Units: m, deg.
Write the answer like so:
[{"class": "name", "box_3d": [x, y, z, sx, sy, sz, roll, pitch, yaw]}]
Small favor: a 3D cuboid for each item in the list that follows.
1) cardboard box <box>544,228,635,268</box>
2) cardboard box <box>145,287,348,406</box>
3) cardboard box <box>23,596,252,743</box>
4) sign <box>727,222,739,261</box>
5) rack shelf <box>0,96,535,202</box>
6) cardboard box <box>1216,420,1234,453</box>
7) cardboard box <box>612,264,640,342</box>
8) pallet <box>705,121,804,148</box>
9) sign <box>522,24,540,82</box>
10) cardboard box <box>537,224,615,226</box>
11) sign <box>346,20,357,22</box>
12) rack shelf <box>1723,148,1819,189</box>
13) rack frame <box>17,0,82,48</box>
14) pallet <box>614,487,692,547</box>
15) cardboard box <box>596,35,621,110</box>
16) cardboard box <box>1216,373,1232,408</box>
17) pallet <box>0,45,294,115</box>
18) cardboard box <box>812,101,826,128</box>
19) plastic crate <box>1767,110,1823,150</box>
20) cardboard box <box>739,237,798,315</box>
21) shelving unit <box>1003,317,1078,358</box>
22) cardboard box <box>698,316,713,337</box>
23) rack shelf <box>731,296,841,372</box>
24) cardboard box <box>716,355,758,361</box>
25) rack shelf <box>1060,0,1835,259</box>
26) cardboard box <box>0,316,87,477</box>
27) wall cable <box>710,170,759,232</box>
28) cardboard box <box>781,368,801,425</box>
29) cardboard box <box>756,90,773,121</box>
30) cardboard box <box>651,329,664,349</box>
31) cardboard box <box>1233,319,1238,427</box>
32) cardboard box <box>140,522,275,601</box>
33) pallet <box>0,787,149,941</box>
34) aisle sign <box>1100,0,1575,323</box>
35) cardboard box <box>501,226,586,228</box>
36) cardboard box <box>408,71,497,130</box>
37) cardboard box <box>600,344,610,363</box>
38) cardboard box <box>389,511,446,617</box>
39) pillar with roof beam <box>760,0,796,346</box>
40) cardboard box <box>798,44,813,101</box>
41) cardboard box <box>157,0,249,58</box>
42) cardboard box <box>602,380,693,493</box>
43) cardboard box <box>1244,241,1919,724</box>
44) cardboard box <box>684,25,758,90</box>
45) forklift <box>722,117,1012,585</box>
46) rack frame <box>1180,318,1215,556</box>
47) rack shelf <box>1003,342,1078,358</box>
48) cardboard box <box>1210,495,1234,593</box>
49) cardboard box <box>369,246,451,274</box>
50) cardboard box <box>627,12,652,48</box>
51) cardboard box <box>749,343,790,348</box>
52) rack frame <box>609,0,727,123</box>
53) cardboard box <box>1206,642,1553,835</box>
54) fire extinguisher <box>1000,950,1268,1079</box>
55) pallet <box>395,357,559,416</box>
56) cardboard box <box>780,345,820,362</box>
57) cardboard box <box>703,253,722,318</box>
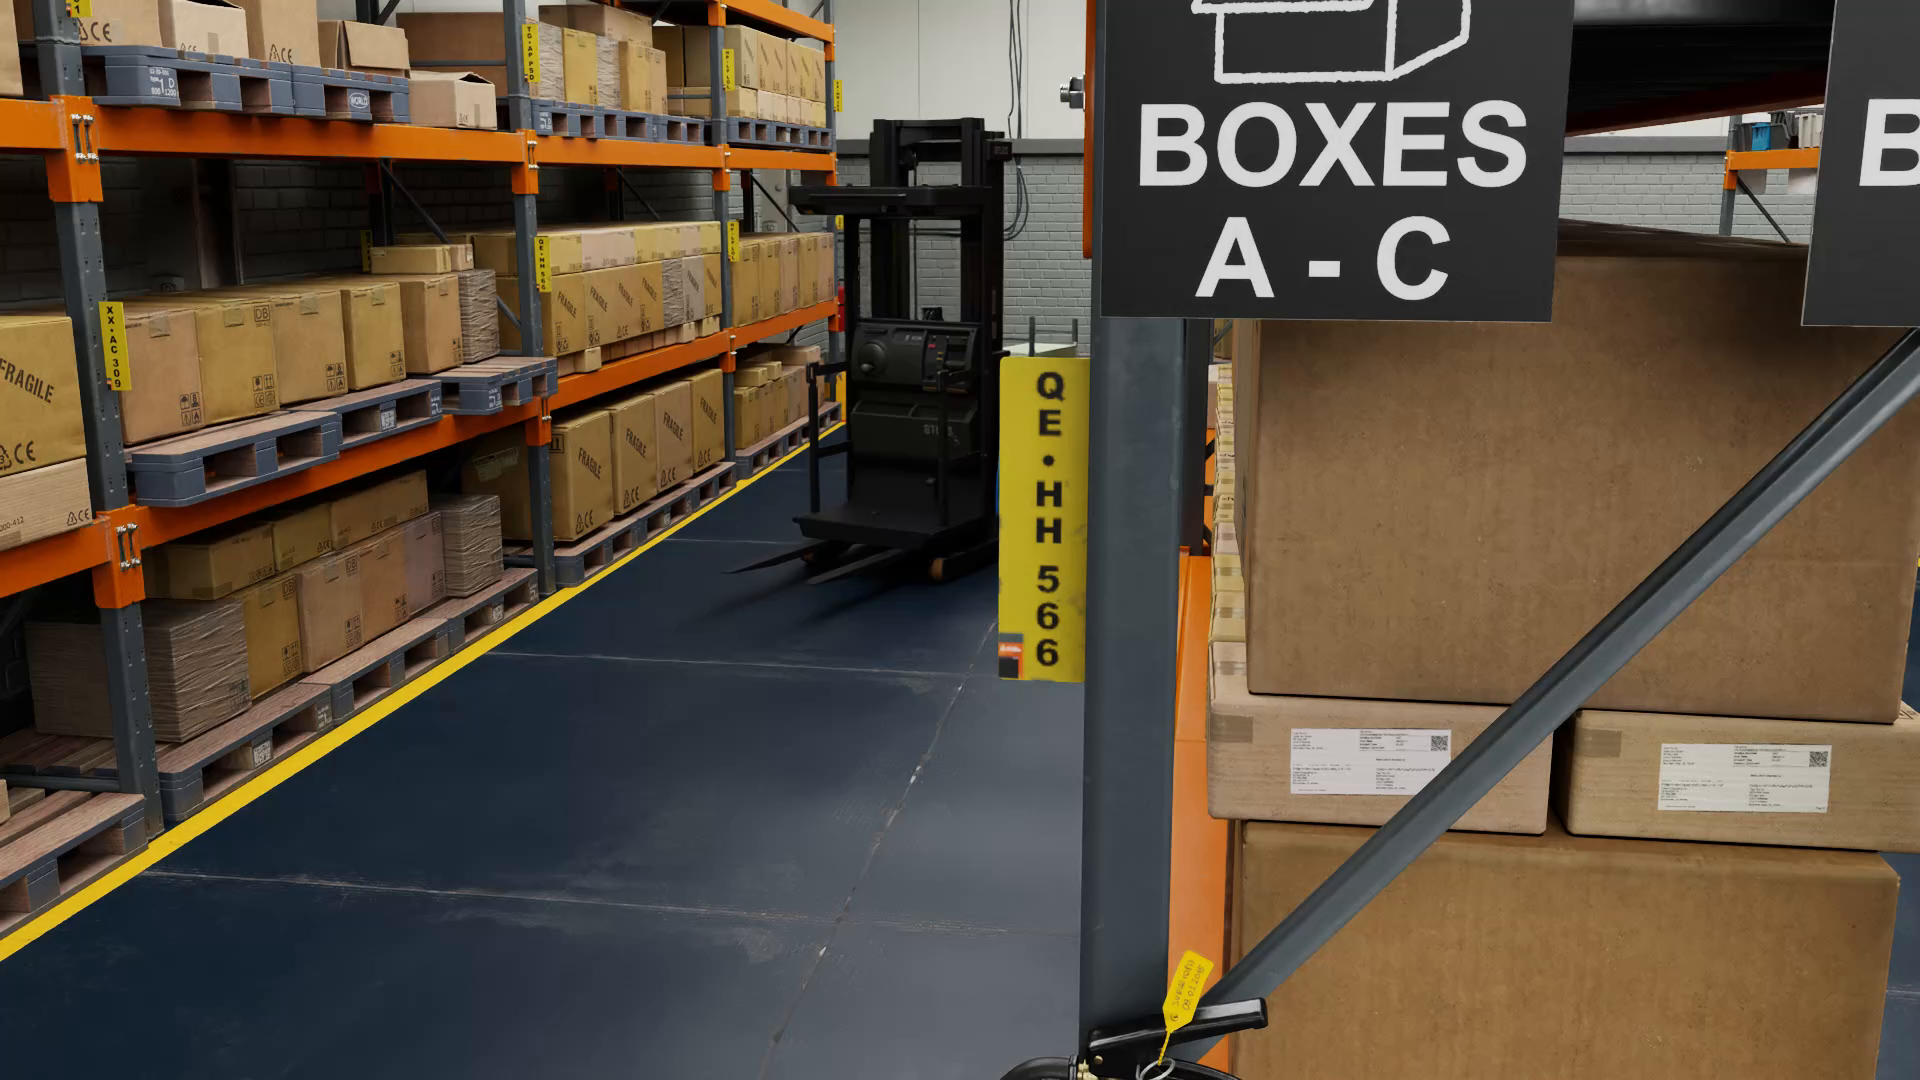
[{"class": "cardboard box", "box_3d": [-2.563, -2.013, 11.443, 0.500, 0.250, 0.500, 2, 12, 9]}, {"class": "cardboard box", "box_3d": [-3.382, -0.930, 7.909, 0.700, 0.500, 0.500, 4, 13, 16]}, {"class": "cardboard box", "box_3d": [-3.561, 0.546, 7.230, 0.700, 0.500, 0.500, 2, 12, 11]}, {"class": "sign", "box_3d": [-1.890, -2.485, 13.841, 0.100, 0.325, 0.005, 2, 12, 9]}, {"class": "rack shelf", "box_3d": [-3.350, -1.838, 7.992, 1.077, 0.370, 4.000, 2, 12, 9]}, {"class": "cardboard box", "box_3d": [0.811, -0.196, 4.004, 0.380, 0.149, 0.250, 2, 12, 7]}, {"class": "cardboard box", "box_3d": [-2.548, -1.649, 11.534, 0.500, 0.500, 0.500, 2, 12, 8]}, {"class": "pallet", "box_3d": [-2.101, -3.819, 15.684, 1.003, 0.211, 1.213, 2, 12, 9]}, {"class": "sign", "box_3d": [-2.507, -2.841, 9.710, 0.100, 0.325, 0.005, 2, 12, 9]}, {"class": "cardboard box", "box_3d": [-2.901, -2.242, 12.508, 0.500, 0.250, 0.500, 1, 12, 7]}, {"class": "sign", "box_3d": [-3.590, -2.918, 9.876, 0.100, 0.325, 0.005, 2, 12, 9]}, {"class": "rack shelf", "box_3d": [7.670, -3.183, 14.229, 1.077, 0.370, 4.000, 2, 12, 9]}, {"class": "rack frame", "box_3d": [-3.658, -3.240, 5.668, 1.000, 3.000, 0.127, 2, 12, 9]}, {"class": "pallet", "box_3d": [-2.657, -0.192, 12.383, 1.003, 0.211, 1.213, 2, 12, 9]}, {"class": "cardboard box", "box_3d": [-2.833, -3.303, 11.799, 0.700, 0.500, 0.500, 2, 12, 9]}, {"class": "cardboard box", "box_3d": [0.967, -0.412, 5.007, 0.380, 0.149, 0.250, 2, 12, 9]}, {"class": "pallet", "box_3d": [-3.457, -1.807, 6.584, 1.213, 0.211, 1.003, 2, 12, 9]}, {"class": "cardboard box", "box_3d": [-1.662, -4.292, 16.789, 0.500, 0.250, 0.500, 2, 12, 10]}, {"class": "plastic crate", "box_3d": [7.471, -3.611, 14.658, 0.504, 0.338, 0.767, 2, 12, 9]}, {"class": "cardboard box", "box_3d": [-2.108, -2.535, 15.926, 0.980, 0.700, 0.700, 1, 12, 6]}, {"class": "shelving unit", "box_3d": [0.544, -0.915, 12.681, 0.431, 1.500, 0.755, 7, 14, 29]}, {"class": "cardboard box", "box_3d": [-2.215, -1.727, 13.435, 0.380, 0.149, 0.250, 2, 12, 10]}, {"class": "rack shelf", "box_3d": [-2.120, -2.037, 16.035, 1.077, 0.370, 4.000, 2, 12, 9]}, {"class": "cardboard box", "box_3d": [-2.192, -1.725, 16.277, 0.380, 0.149, 0.250, 2, 12, 9]}, {"class": "rack shelf", "box_3d": [0.930, -0.846, 3.387, 1.077, 0.370, 4.000, 2, 12, 9]}, {"class": "cardboard box", "box_3d": [-3.425, -0.502, 5.731, 0.500, 0.500, 0.500, 2, 12, 9]}, {"class": "wall cable", "box_3d": [-2.550, -3.599, 19.163, 0.084, 1.984, 1.851, 2, 12, 9]}, {"class": "cardboard box", "box_3d": [-1.974, -1.431, 16.450, 0.700, 0.500, 0.500, 1, 12, 7]}, {"class": "cardboard box", "box_3d": [-1.968, -3.861, 14.790, 0.500, 0.250, 0.500, 2, 12, 7]}, {"class": "cardboard box", "box_3d": [-2.438, -1.517, 12.462, 0.380, 0.149, 0.250, 2, 12, 7]}, {"class": "cardboard box", "box_3d": [1.022, -0.529, 4.010, 0.700, 0.500, 0.500, 2, 12, 9]}, {"class": "cardboard box", "box_3d": [-3.496, 0.087, 7.577, 0.500, 0.250, 0.500, 2, 12, 7]}, {"class": "pallet", "box_3d": [-3.726, 1.197, 5.940, 1.003, 0.211, 1.213, 2, 12, 9]}, {"class": "aisle sign", "box_3d": [0.322, -0.582, 1.402, 0.394, 0.787, 0.004, 2, 12, 9]}, {"class": "cardboard box", "box_3d": [-2.986, -2.134, 12.004, 0.500, 0.250, 0.500, 2, 12, 7]}, {"class": "cardboard box", "box_3d": [-2.886, -2.414, 9.119, 0.500, 0.311, 0.500, 2, 12, 9]}, {"class": "cardboard box", "box_3d": [-2.643, -1.304, 11.471, 0.380, 0.149, 0.250, 2, 12, 10]}, {"class": "cardboard box", "box_3d": [-3.296, 0.122, 9.197, 0.700, 0.500, 0.500, 2, 12, 9]}, {"class": "pillar with roof beam", "box_3d": [2.002, -6.189, 19.350, 9.100, 9.000, 0.400, 2, 12, 9]}, {"class": "cardboard box", "box_3d": [-1.743, -4.554, 16.227, 0.500, 0.500, 0.500, 2, 12, 10]}, {"class": "cardboard box", "box_3d": [-3.400, -2.175, 7.060, 0.500, 0.311, 0.500, 2, 12, 10]}, {"class": "cardboard box", "box_3d": [-2.532, -0.803, 12.703, 0.750, 0.750, 0.750, 2, 12, 10]}, {"class": "cardboard box", "box_3d": [0.715, -0.106, 2.048, 0.700, 0.500, 0.500, 2, 12, 9]}, {"class": "cardboard box", "box_3d": [-2.040, -4.126, 14.240, 0.500, 0.500, 0.500, 2, 12, 8]}, {"class": "forklift", "box_3d": [-0.412, -1.268, 10.921, 1.130, 2.935, 3.031, 7, 14, 29]}, {"class": "rack frame", "box_3d": [1.238, -0.148, 5.559, 1.000, 3.000, 0.127, 2, 12, 9]}, {"class": "rack shelf", "box_3d": [0.544, -1.297, 12.598, 0.431, 0.370, 0.720, 7, 14, 29]}, {"class": "cardboard box", "box_3d": [0.652, 0.019, 3.010, 0.380, 0.149, 0.250, 2, 12, 10]}, {"class": "cardboard box", "box_3d": [-3.101, -1.581, 9.388, 0.380, 0.149, 0.250, 0, 12, -1]}, {"class": "cardboard box", "box_3d": [-2.692, -3.891, 12.745, 0.500, 0.250, 0.500, 3, 12, 13]}, {"class": "cardboard box", "box_3d": [-1.999, -1.989, 17.501, 0.380, 0.149, 0.250, 2, 12, 9]}, {"class": "rack frame", "box_3d": [-2.427, -4.905, 13.395, 1.000, 3.000, 0.127, 2, 12, 9]}, {"class": "cardboard box", "box_3d": [0.493, 0.233, 2.014, 0.380, 0.149, 0.250, 2, 12, 8]}, {"class": "fire extinguisher", "box_3d": [0.145, 0.732, 1.659, 0.296, 0.674, 0.183, 2, 12, 9]}, {"class": "pallet", "box_3d": [-3.047, -0.895, 9.479, 1.213, 0.211, 1.003, 2, 12, 9]}, {"class": "cardboard box", "box_3d": [-1.661, -1.924, 17.199, 0.380, 0.149, 0.250, 2, 12, 8]}, {"class": "cardboard box", "box_3d": [-2.249, -2.073, 13.500, 0.500, 0.500, 0.500, 2, 12, 8]}]
